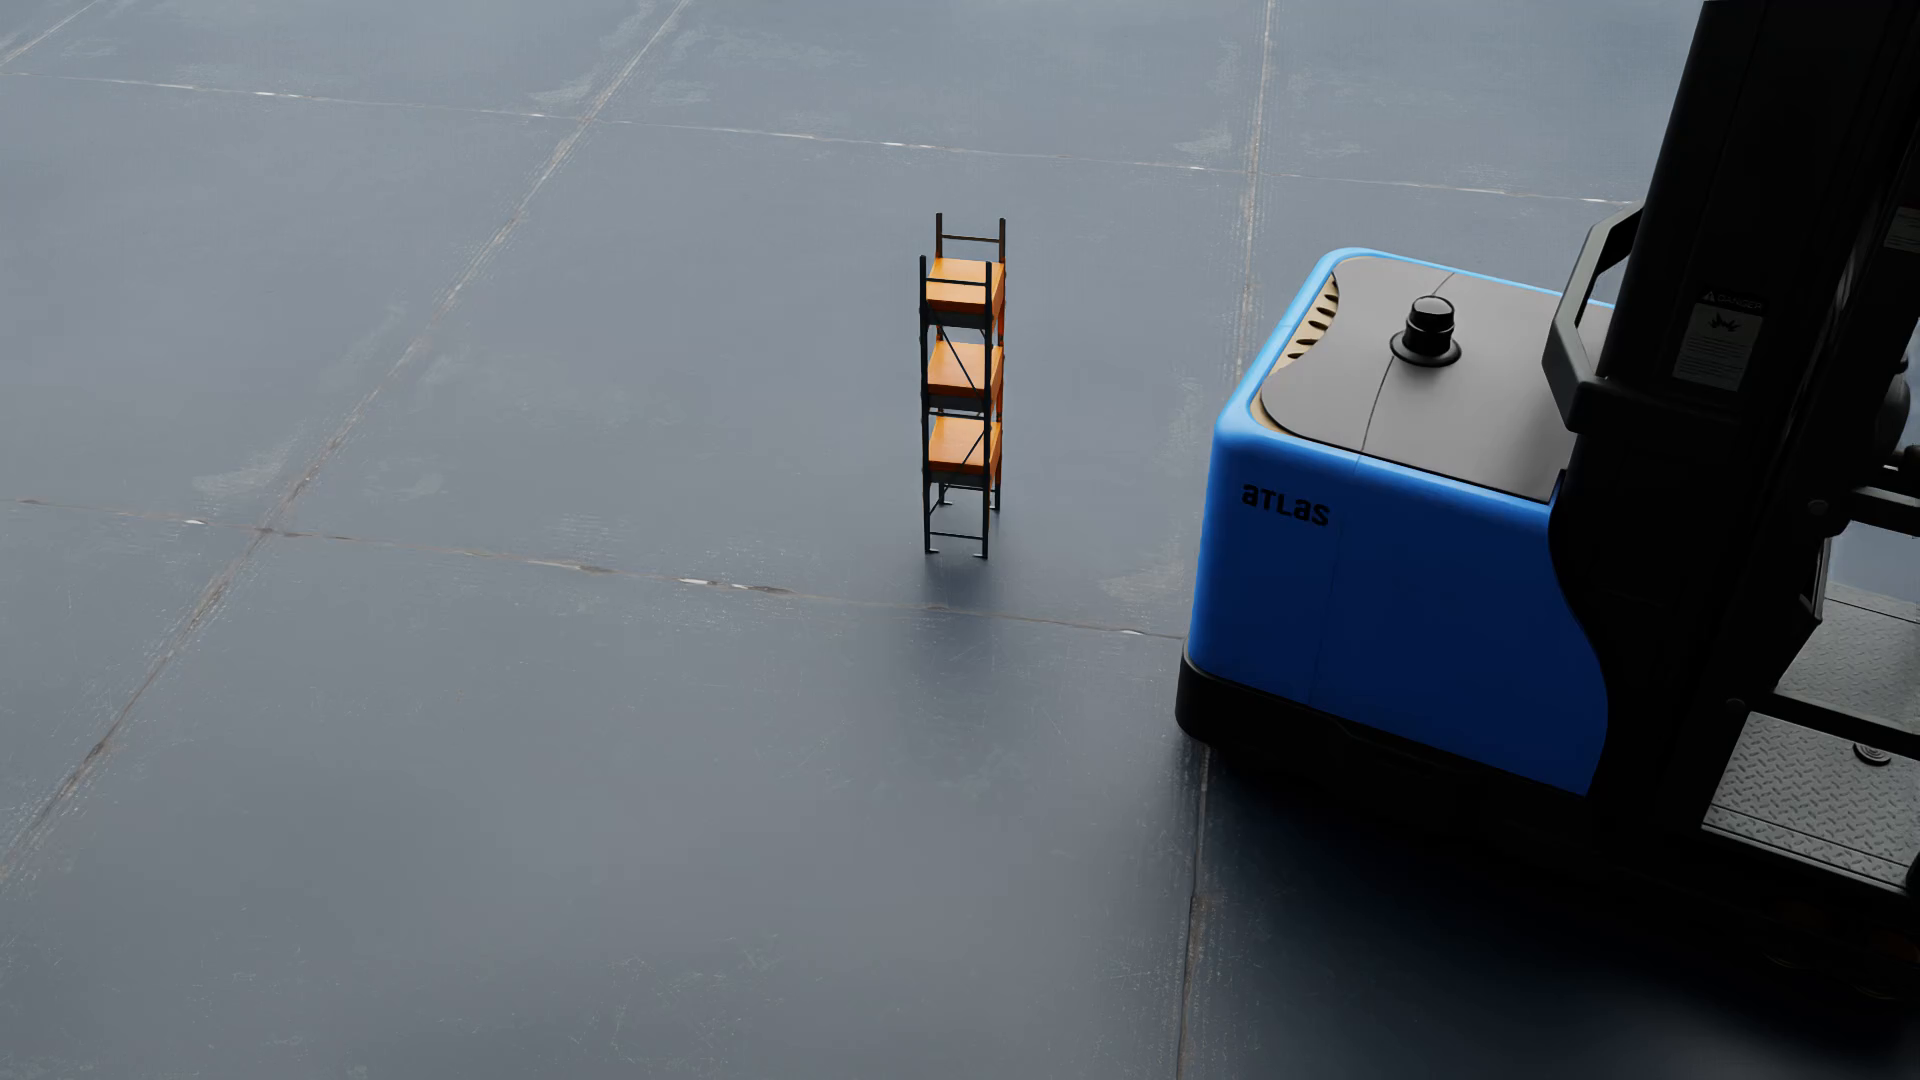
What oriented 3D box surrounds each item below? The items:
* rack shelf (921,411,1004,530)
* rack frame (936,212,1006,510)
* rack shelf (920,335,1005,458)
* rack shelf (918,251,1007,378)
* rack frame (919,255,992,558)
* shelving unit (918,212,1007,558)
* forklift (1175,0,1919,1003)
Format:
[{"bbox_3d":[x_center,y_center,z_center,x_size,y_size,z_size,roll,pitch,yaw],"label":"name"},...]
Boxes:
[{"bbox_3d":[0.009,-0.216,5.140,0.215,0.259,0.240,6,40,8],"label":"rack shelf"},{"bbox_3d":[0.030,-0.515,5.049,0.200,1.050,0.008,6,40,8],"label":"rack frame"},{"bbox_3d":[0.009,-0.430,4.963,0.215,0.259,0.240,6,40,8],"label":"rack shelf"},{"bbox_3d":[0.009,-0.649,4.782,0.215,0.259,0.240,6,40,8],"label":"rack shelf"},{"bbox_3d":[-0.012,-0.362,4.863,0.200,1.050,0.008,6,40,8],"label":"rack frame"},{"bbox_3d":[0.009,-0.438,4.956,0.215,1.050,0.252,6,40,8],"label":"shelving unit"},{"bbox_3d":[2.143,-0.433,3.474,3.031,2.935,1.130,17,43,20],"label":"forklift"}]
